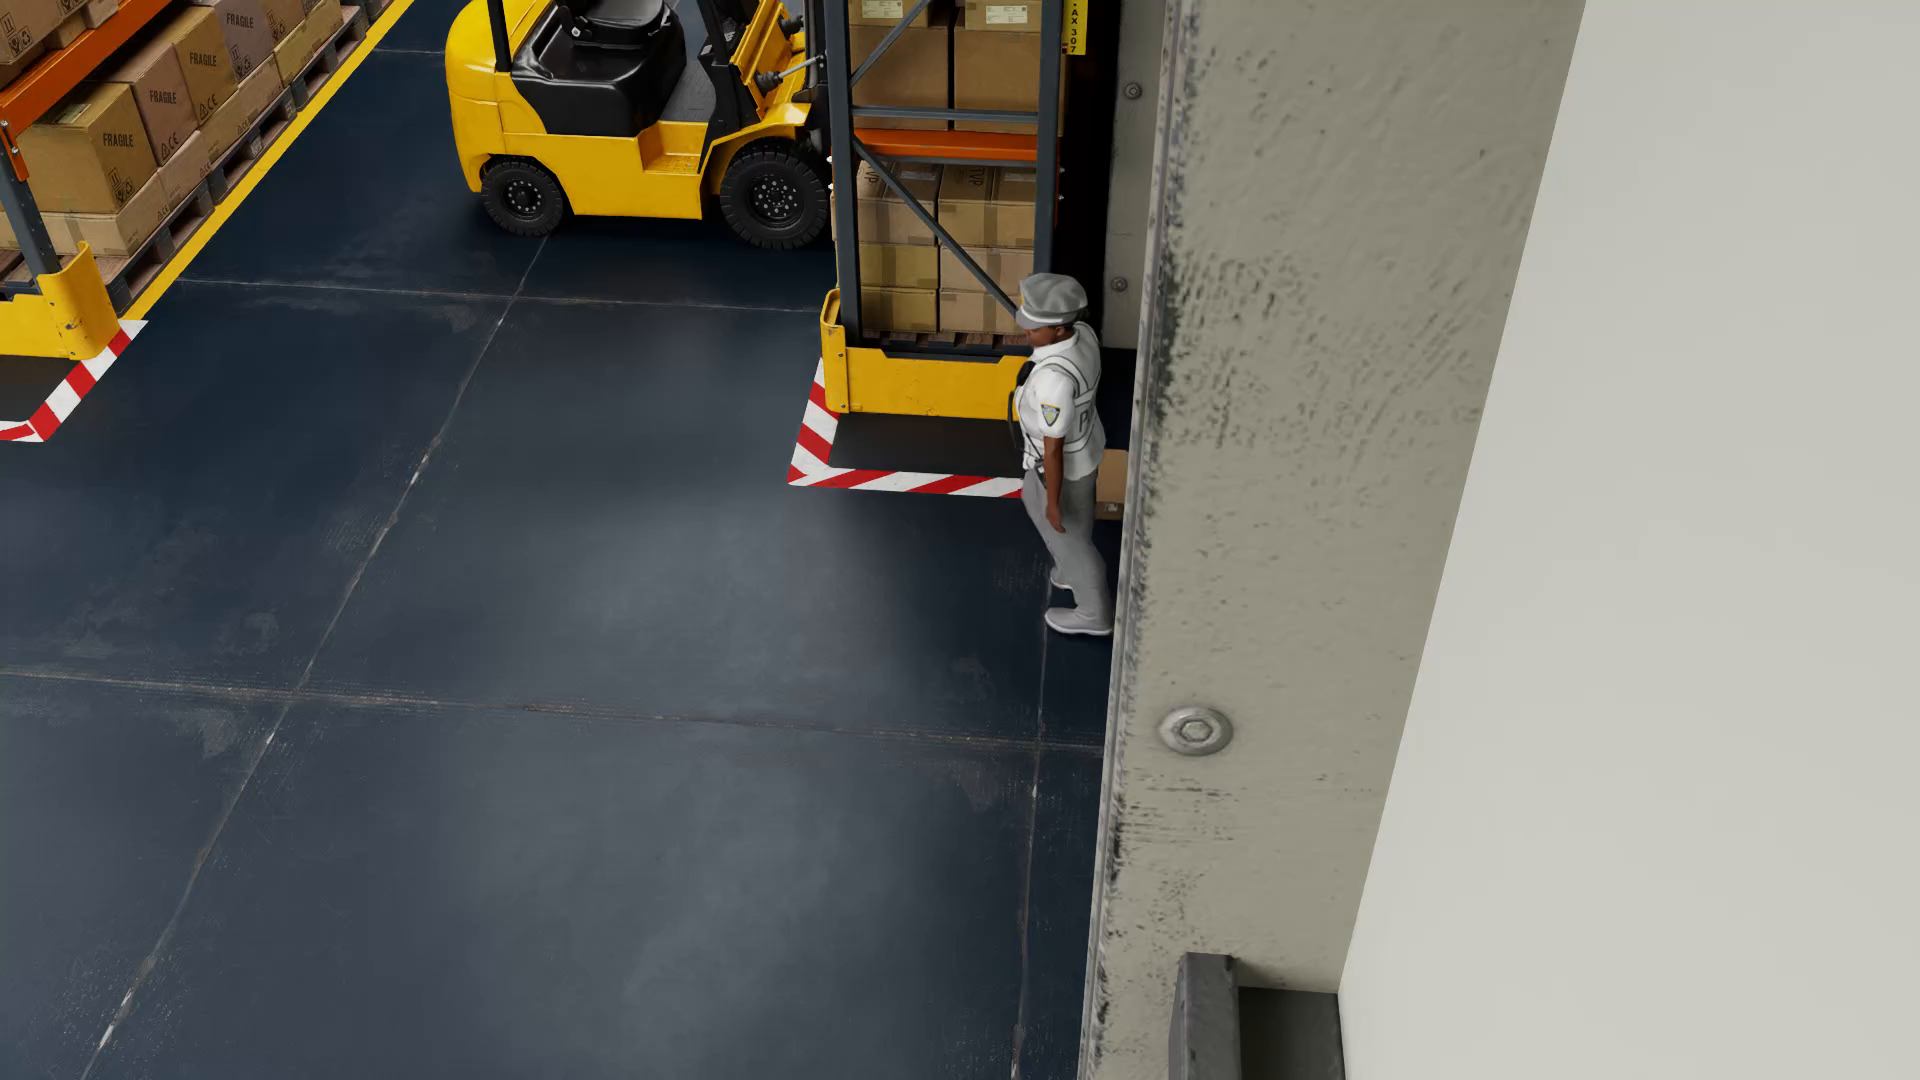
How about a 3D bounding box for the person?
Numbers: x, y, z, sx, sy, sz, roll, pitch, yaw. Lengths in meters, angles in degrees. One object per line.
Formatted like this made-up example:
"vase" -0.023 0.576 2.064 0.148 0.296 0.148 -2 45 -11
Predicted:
"person" 0.433 -0.302 6.511 0.457 1.676 0.581 10 41 11
